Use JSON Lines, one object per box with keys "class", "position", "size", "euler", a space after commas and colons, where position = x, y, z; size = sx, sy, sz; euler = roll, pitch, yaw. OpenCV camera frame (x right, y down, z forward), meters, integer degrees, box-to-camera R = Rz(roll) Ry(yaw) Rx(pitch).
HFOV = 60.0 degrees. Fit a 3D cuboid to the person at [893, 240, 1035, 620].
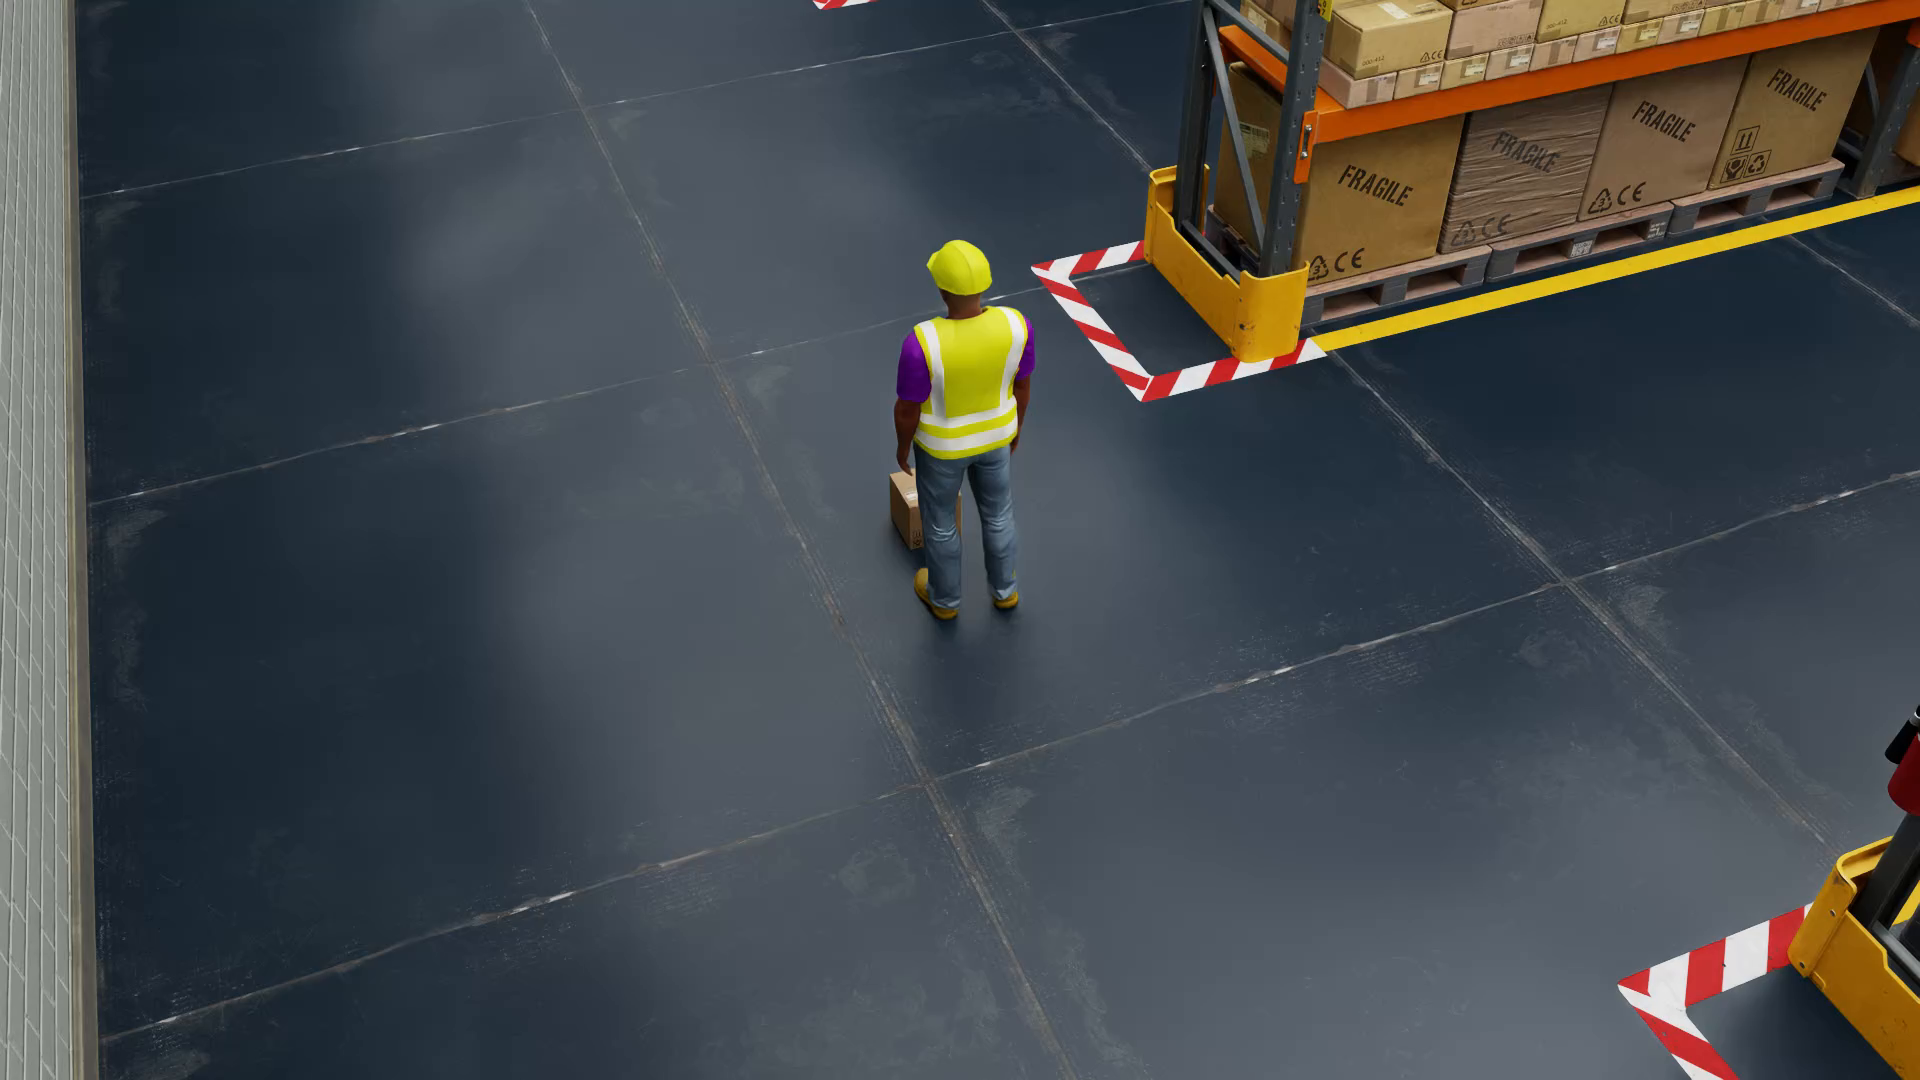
{"class": "person", "position": [0.004, -0.408, 6.627], "size": [0.564, 1.791, 0.361], "euler": [-14, 43, -16]}
